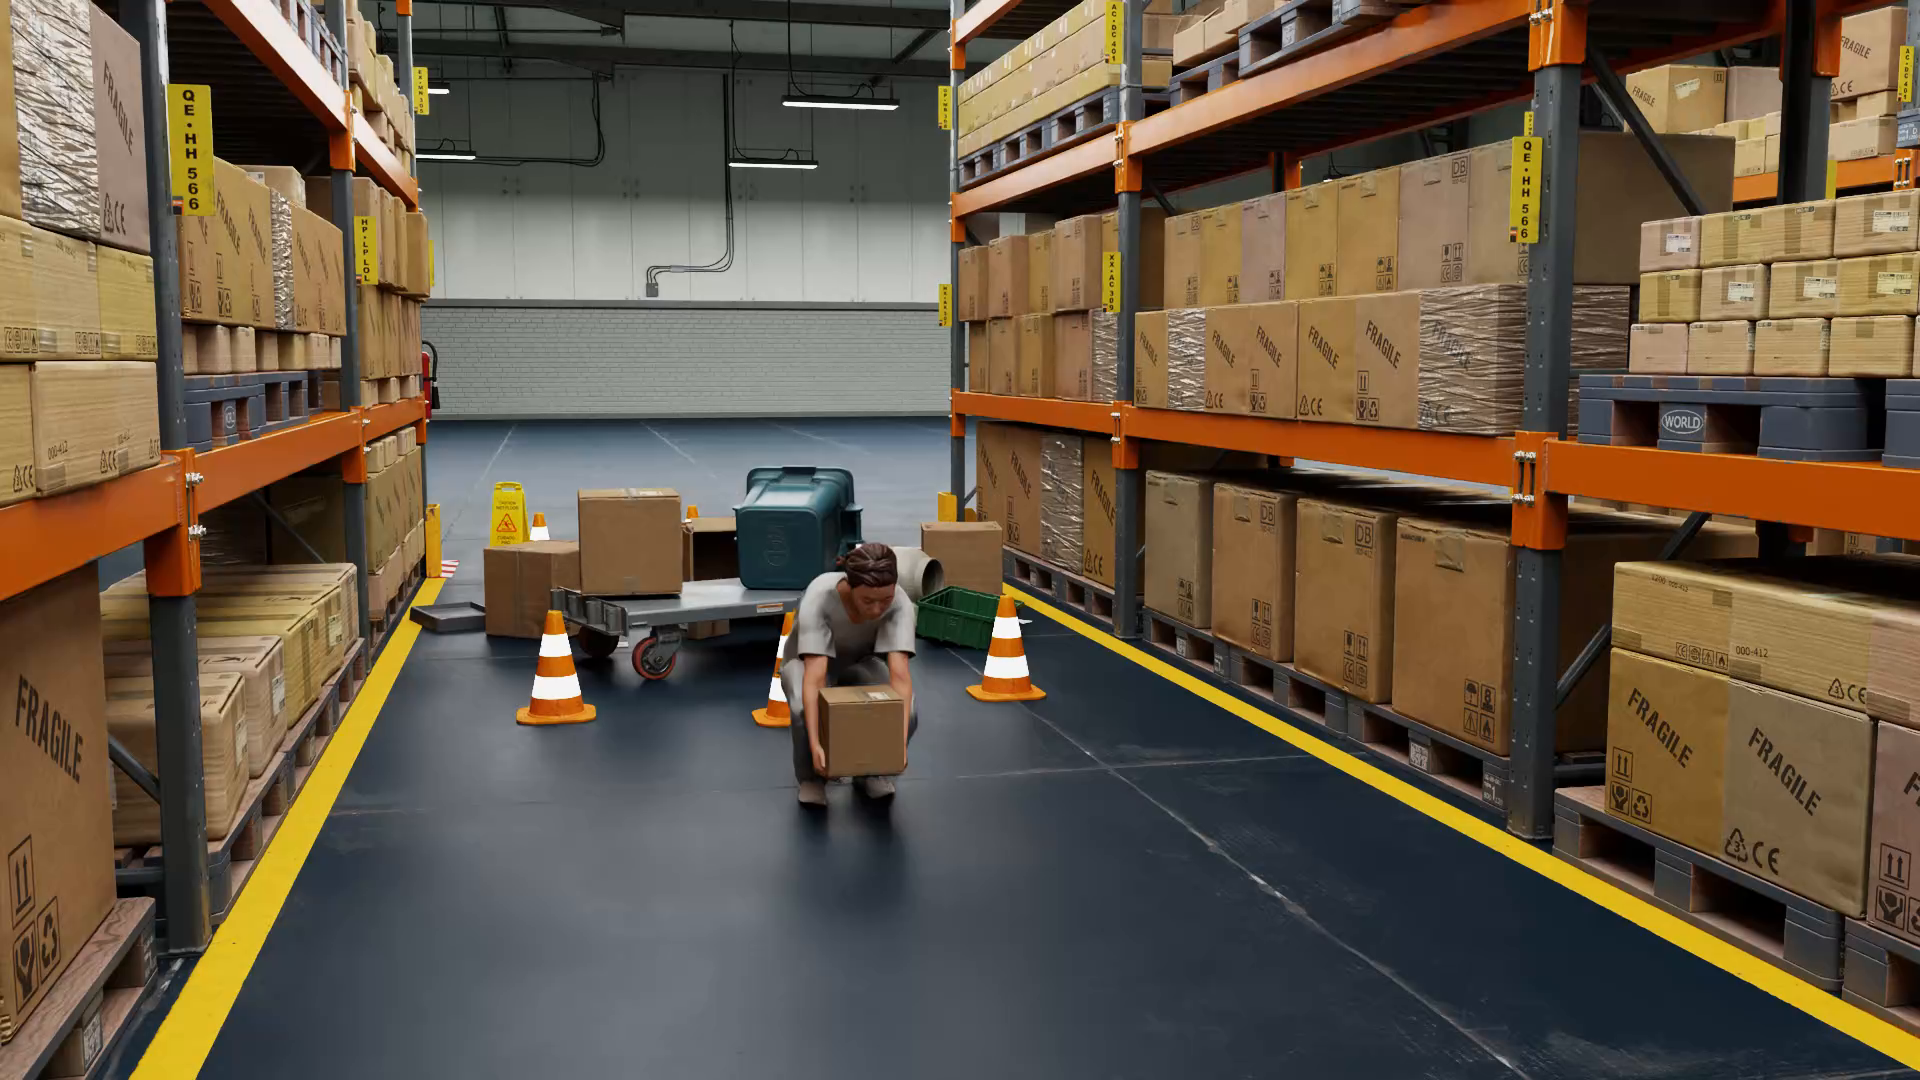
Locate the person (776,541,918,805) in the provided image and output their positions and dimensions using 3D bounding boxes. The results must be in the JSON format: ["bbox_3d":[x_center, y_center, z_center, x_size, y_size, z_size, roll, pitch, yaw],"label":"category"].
[{"bbox_3d":[-0.393,0.455,5.834,0.456,0.956,0.802,-2,6,-15],"label":"person"}]
